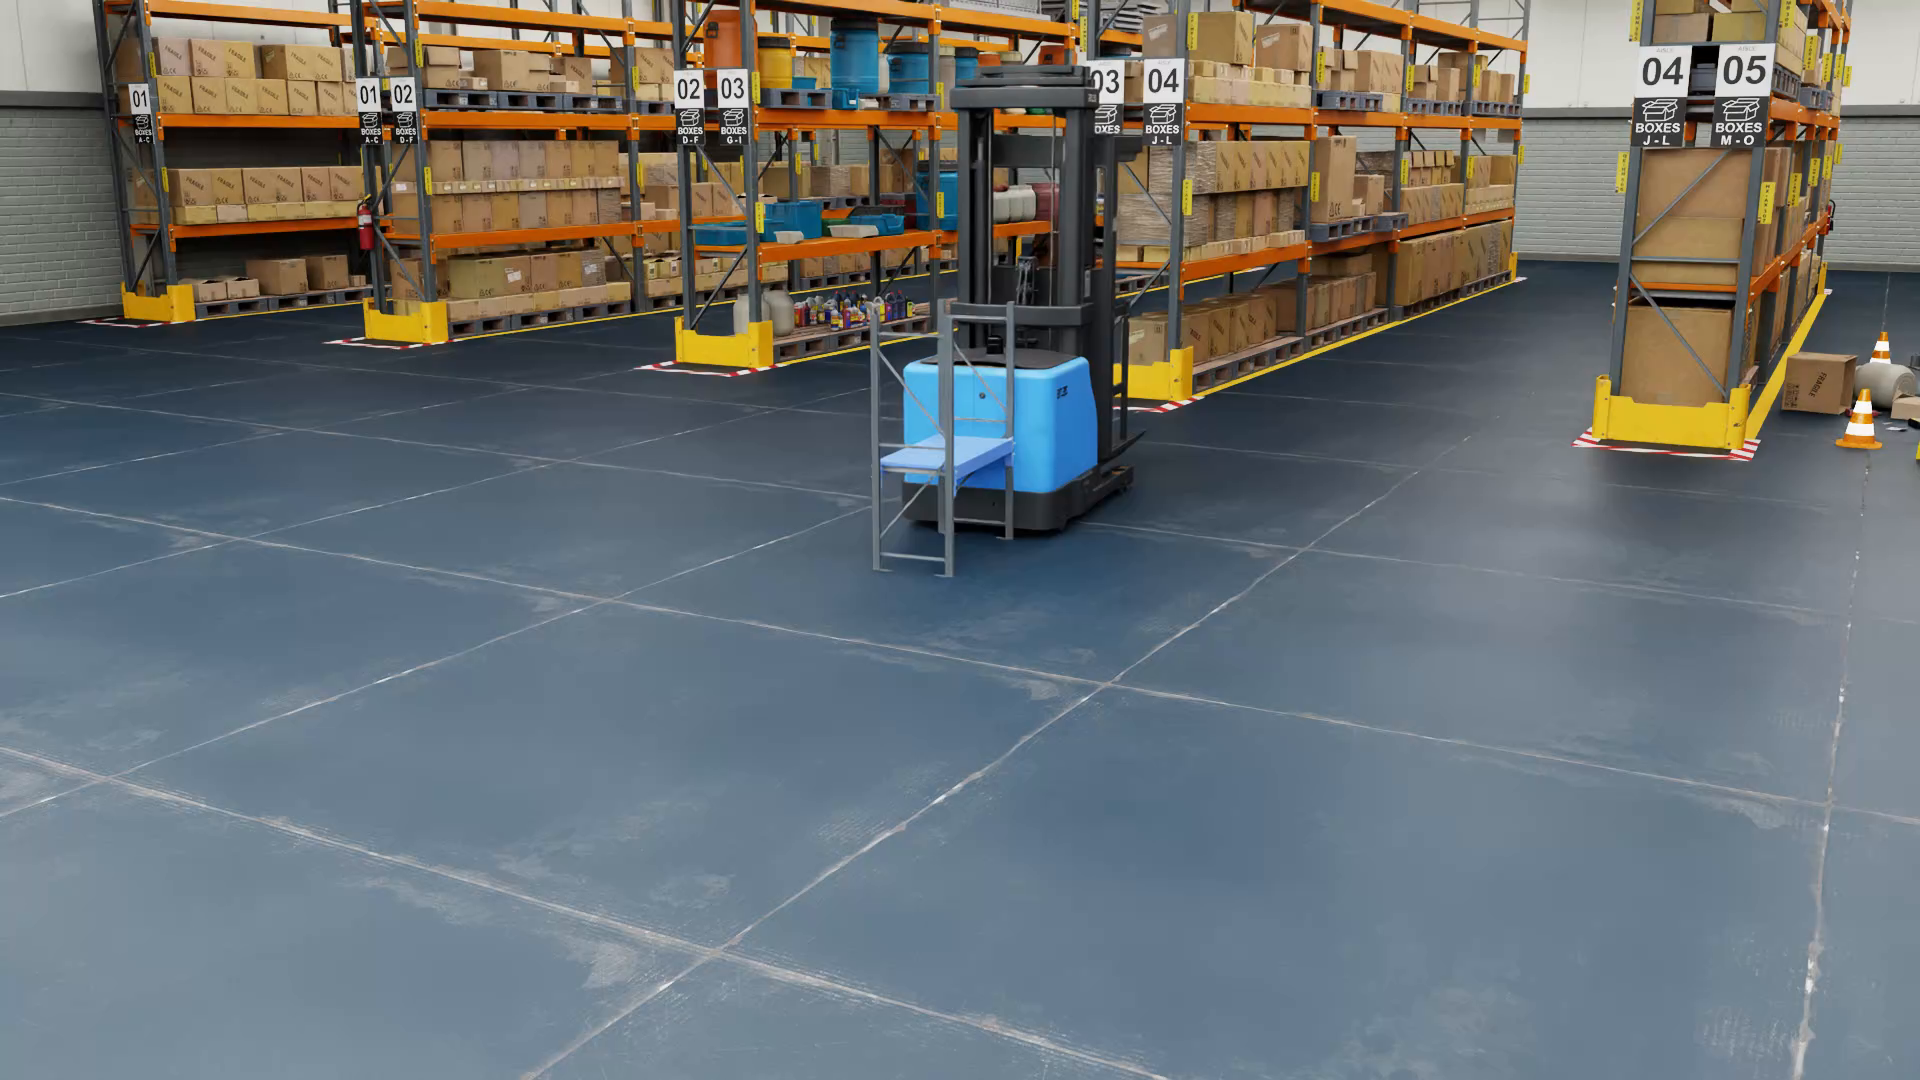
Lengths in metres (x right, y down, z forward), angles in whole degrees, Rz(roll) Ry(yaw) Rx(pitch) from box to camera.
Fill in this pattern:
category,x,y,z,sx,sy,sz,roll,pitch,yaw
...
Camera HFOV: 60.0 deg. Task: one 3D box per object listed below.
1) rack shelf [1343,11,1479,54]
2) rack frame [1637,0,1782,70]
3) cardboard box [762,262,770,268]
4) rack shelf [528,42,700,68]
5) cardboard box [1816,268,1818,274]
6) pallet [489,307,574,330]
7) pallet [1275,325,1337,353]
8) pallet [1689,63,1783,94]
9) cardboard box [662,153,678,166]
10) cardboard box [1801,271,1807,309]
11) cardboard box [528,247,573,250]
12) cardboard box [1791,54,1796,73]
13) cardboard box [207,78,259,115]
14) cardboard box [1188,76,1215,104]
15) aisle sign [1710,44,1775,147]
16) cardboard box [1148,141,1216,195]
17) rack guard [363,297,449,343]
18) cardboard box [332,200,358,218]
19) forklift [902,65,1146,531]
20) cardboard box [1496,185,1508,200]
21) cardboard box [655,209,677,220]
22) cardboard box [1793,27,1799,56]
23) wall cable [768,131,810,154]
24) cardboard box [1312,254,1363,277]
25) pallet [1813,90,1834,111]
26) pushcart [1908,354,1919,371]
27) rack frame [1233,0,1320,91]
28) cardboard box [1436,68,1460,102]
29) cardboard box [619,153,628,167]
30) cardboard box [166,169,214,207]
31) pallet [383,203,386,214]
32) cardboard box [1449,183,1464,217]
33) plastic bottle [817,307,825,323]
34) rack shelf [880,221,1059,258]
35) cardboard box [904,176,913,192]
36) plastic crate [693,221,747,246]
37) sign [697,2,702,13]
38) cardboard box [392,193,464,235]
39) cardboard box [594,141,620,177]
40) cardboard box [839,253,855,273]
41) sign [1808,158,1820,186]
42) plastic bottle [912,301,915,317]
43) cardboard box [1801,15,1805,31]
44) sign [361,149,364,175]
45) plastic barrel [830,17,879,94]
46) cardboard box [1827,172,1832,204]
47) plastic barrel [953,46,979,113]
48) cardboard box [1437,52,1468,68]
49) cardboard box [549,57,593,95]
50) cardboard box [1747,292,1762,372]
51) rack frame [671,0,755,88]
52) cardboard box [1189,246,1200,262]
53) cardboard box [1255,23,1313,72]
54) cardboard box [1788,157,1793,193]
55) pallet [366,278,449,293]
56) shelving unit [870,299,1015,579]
category,x,y,z,sx,sy,sz,roll,pitch,yaw
rack shelf,6.506,-7.306,24.028,1.077,0.370,4.000,7,15,28
rack frame,5.964,-5.216,12.970,1.000,3.000,0.127,7,15,28
cardboard box,-3.415,-4.544,26.757,0.500,0.311,0.500,7,15,27
rack shelf,-6.503,-8.990,31.012,1.077,0.370,4.000,7,15,28
cardboard box,13.694,-4.405,26.956,0.380,0.149,0.250,7,15,27
pallet,-6.075,-3.061,22.780,1.003,0.211,1.213,7,15,28
pallet,3.980,-2.507,20.484,1.003,0.211,1.213,7,15,28
pallet,6.314,-3.868,13.968,1.003,0.211,1.213,7,15,28
cardboard box,-5.793,-7.367,32.200,0.500,0.250,0.500,8,16,29
cardboard box,11.380,-3.465,22.944,0.500,0.500,0.500,7,15,27
cardboard box,-5.798,-3.895,23.661,0.500,0.500,0.500,7,15,28
cardboard box,7.388,-4.337,15.149,0.380,0.149,0.250,7,15,28
cardboard box,-10.418,-6.336,23.759,0.500,0.500,0.500,8,16,31
cardboard box,2.130,-4.337,16.044,0.500,0.250,0.500,8,16,30
aisle sign,6.193,-3.515,13.167,0.394,0.787,0.004,7,15,28
cardboard box,2.176,-3.644,16.266,0.500,0.500,0.500,7,15,28
rack guard,-7.010,-2.786,21.021,1.175,0.500,0.348,7,15,28
cardboard box,-9.615,-5.091,25.527,0.500,0.250,0.500,7,15,28
forklift,0.624,-1.784,11.681,1.130,2.935,3.031,5,14,20
cardboard box,9.158,-6.003,28.720,0.500,0.250,0.500,7,15,27
cardboard box,-4.458,-4.863,24.840,0.380,0.149,0.250,7,15,28
cardboard box,7.397,-4.567,15.253,0.500,0.250,0.500,7,15,28
wall cable,-3.811,-8.713,38.105,0.084,1.984,1.851,7,15,28
cardboard box,4.994,-3.636,22.011,0.500,0.250,0.500,9,16,34
pallet,9.567,-5.169,19.579,1.213,0.211,1.003,8,16,31
pushcart,10.260,-1.554,16.173,1.648,0.377,0.936,2,14,9
rack frame,3.605,-6.620,18.791,1.000,3.000,0.127,7,15,28
cardboard box,7.201,-6.935,25.391,0.700,0.500,0.500,8,16,29
cardboard box,-6.527,-7.052,30.895,0.500,0.250,0.500,7,15,28
cardboard box,-10.843,-4.931,23.266,0.500,0.500,0.500,7,15,28
pallet,-8.906,-5.434,27.082,1.003,0.211,1.213,7,15,28
cardboard box,7.485,-5.266,25.764,0.500,0.500,0.500,7,15,28
plastic bottle,-1.744,-2.830,20.906,0.097,0.201,0.097,0,14,0
rack shelf,0.236,-4.325,23.608,1.077,0.370,4.000,7,15,28
cardboard box,-0.713,-6.590,31.255,0.500,0.500,0.500,8,16,30
plastic crate,-2.684,-3.508,19.002,0.499,0.251,0.616,7,15,28
sign,-5.055,-10.378,32.219,0.100,0.325,0.005,7,15,28
cardboard box,-6.762,-4.149,21.128,0.700,0.500,0.500,7,15,28
cardboard box,-5.274,-5.414,23.608,0.700,0.500,0.500,7,15,28
cardboard box,-2.166,-4.917,28.924,0.500,0.500,0.500,7,15,27
sign,10.319,-4.442,20.087,0.100,0.325,0.005,7,15,28
plastic bottle,-0.633,-3.008,21.643,0.097,0.201,0.097,0,14,0
cardboard box,7.756,-4.883,15.711,0.380,0.149,0.250,7,15,28
sign,-7.467,-4.748,20.852,0.100,0.325,0.005,7,15,28
plastic barrel,-1.306,-5.978,20.565,0.600,0.901,0.708,7,15,28
cardboard box,13.707,-5.654,26.739,0.500,0.500,0.500,8,16,29
plastic barrel,-0.043,-6.364,23.059,0.600,0.901,0.708,7,15,28
cardboard box,7.933,-7.661,26.587,0.500,0.250,0.500,6,15,24
cardboard box,-5.539,-6.532,23.419,0.500,0.500,0.500,9,16,33
cardboard box,7.533,-2.171,16.774,0.875,0.875,0.875,8,16,29
rack frame,-2.664,-6.360,17.715,1.000,3.000,0.127,7,15,28
cardboard box,2.155,-2.841,16.454,0.380,0.149,0.250,7,15,28
cardboard box,3.611,-5.476,18.534,0.500,0.500,0.500,7,15,26
cardboard box,9.363,-4.281,19.544,0.700,0.500,0.500,7,15,27
pallet,-9.028,-4.191,27.468,1.003,0.211,1.213,7,15,28
shelving unit,-0.086,-0.640,9.988,0.538,1.500,1.048,5,15,21
